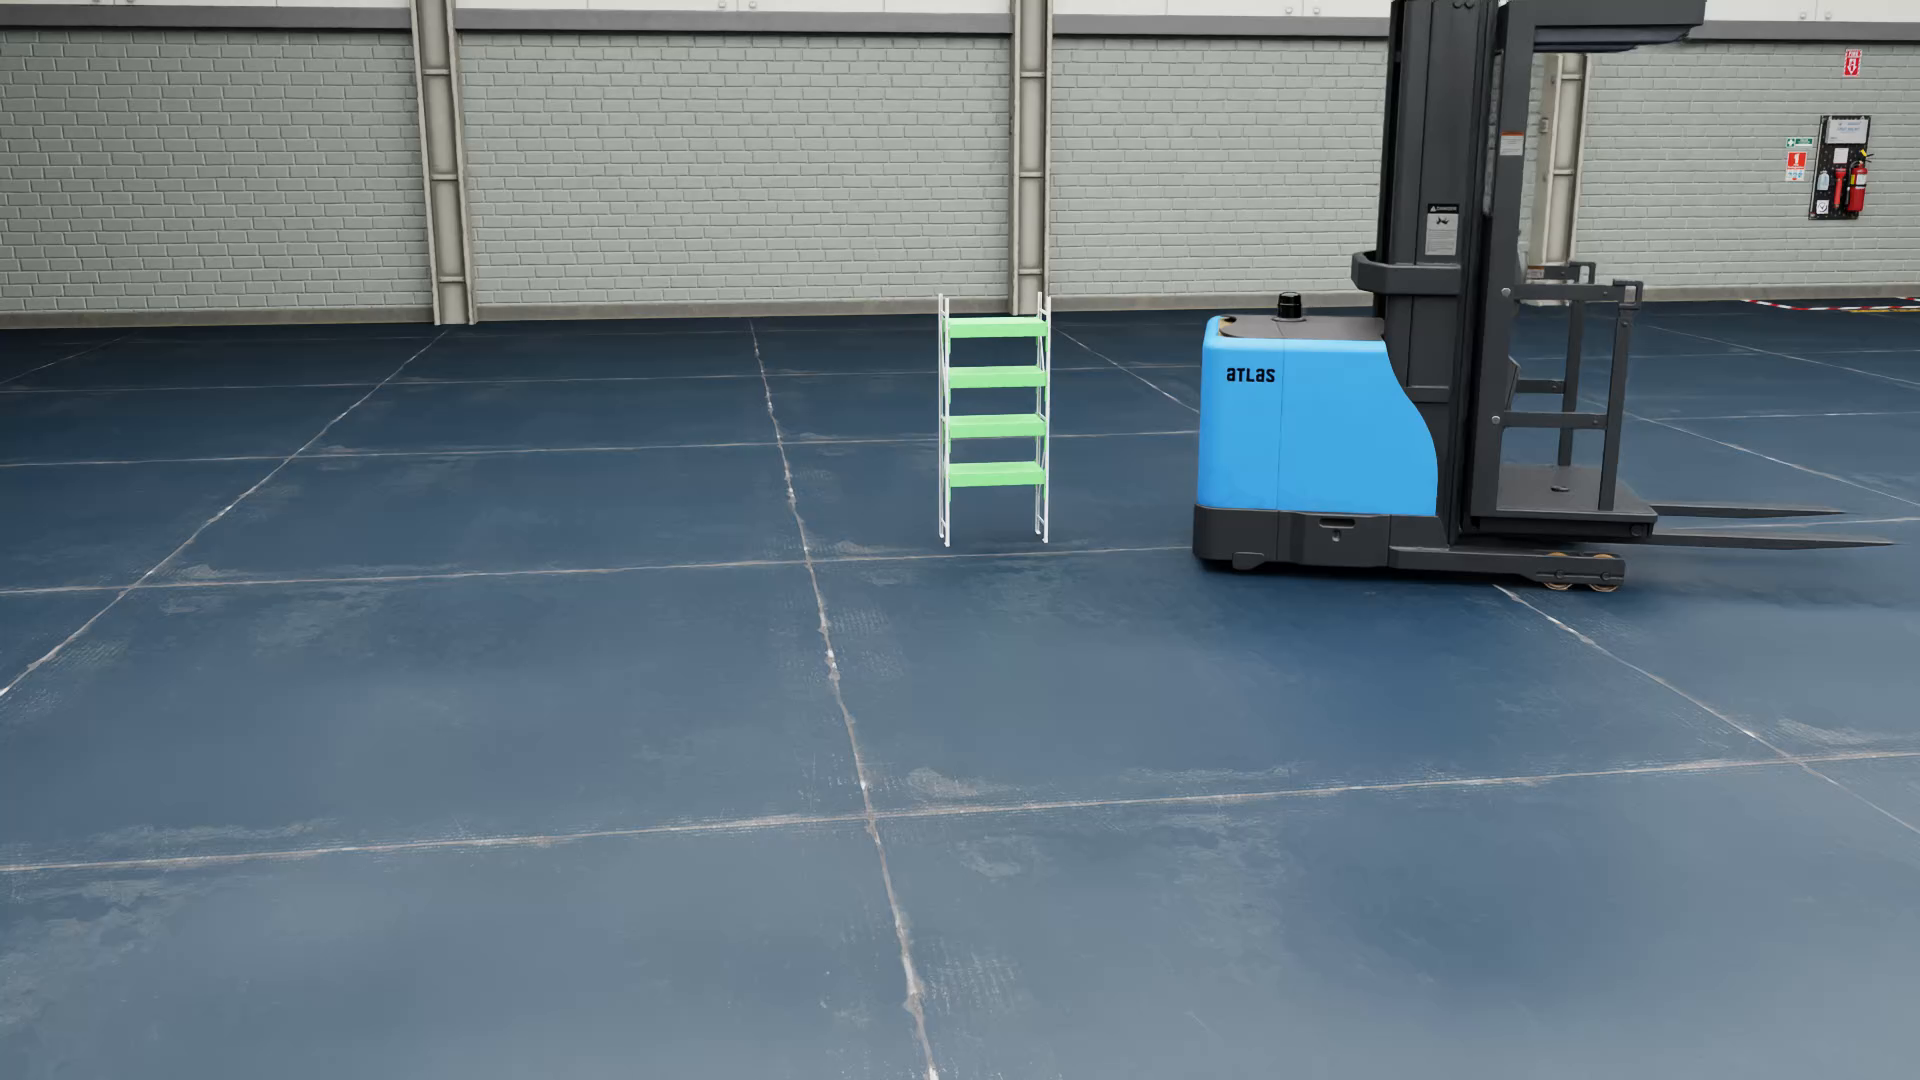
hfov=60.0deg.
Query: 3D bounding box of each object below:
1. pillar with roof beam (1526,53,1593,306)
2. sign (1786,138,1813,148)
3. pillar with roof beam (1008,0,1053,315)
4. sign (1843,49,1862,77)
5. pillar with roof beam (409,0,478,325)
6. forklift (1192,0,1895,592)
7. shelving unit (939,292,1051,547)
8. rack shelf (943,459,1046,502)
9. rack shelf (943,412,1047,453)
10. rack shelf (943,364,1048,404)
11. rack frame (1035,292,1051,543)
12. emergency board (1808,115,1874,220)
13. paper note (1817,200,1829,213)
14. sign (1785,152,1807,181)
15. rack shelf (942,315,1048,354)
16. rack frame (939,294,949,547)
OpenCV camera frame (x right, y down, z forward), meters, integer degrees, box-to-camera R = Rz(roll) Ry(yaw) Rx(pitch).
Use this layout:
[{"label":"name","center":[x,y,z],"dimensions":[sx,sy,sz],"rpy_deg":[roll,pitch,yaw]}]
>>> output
[{"label":"pillar with roof beam","center":[7.313,-6.004,13.661],"dimensions":[0.400,9.000,9.100],"rpy_deg":[-2,14,-8]},{"label":"sign","center":[9.599,-4.543,19.009],"dimensions":[0.331,0.109,0.001],"rpy_deg":[-2,14,-8]},{"label":"pillar with roof beam","center":[1.380,-5.786,12.794],"dimensions":[0.400,9.000,9.100],"rpy_deg":[-2,14,-8]},{"label":"sign","center":[10.133,-5.414,18.879],"dimensions":[0.199,0.298,0.001],"rpy_deg":[-2,14,-8]},{"label":"pillar with roof beam","center":[-4.553,-5.569,11.927],"dimensions":[0.400,9.000,9.100],"rpy_deg":[-2,14,-8]},{"label":"forklift","center":[2.638,-1.331,7.506],"dimensions":[3.031,2.935,1.130],"rpy_deg":[2,14,9]},{"label":"shelving unit","center":[0.164,-0.588,8.100],"dimensions":[0.503,1.200,0.258],"rpy_deg":[-2,14,-8]},{"label":"rack shelf","center":[0.164,-0.293,8.174],"dimensions":[0.480,0.148,0.258],"rpy_deg":[-2,14,-8]},{"label":"rack shelf","center":[0.164,-0.526,8.115],"dimensions":[0.480,0.148,0.258],"rpy_deg":[-2,14,-8]},{"label":"rack shelf","center":[0.164,-0.759,8.057],"dimensions":[0.480,0.148,0.258],"rpy_deg":[-2,14,-8]},{"label":"rack frame","center":[0.405,-0.597,8.135],"dimensions":[0.015,1.200,0.240],"rpy_deg":[-2,14,-8]},{"label":"emergency board","center":[10.155,-4.266,19.067],"dimensions":[0.643,1.169,0.194],"rpy_deg":[-2,14,-8]},{"label":"paper note","center":[9.970,-3.849,19.215],"dimensions":[0.142,0.148,0.016],"rpy_deg":[-2,14,-8]},{"label":"sign","center":[9.593,-4.288,19.081],"dimensions":[0.234,0.329,0.001],"rpy_deg":[-2,14,-8]},{"label":"rack shelf","center":[0.164,-0.992,7.999],"dimensions":[0.480,0.148,0.258],"rpy_deg":[-2,14,-8]},{"label":"rack frame","center":[-0.078,-0.579,8.065],"dimensions":[0.015,1.200,0.240],"rpy_deg":[-2,14,-8]}]
